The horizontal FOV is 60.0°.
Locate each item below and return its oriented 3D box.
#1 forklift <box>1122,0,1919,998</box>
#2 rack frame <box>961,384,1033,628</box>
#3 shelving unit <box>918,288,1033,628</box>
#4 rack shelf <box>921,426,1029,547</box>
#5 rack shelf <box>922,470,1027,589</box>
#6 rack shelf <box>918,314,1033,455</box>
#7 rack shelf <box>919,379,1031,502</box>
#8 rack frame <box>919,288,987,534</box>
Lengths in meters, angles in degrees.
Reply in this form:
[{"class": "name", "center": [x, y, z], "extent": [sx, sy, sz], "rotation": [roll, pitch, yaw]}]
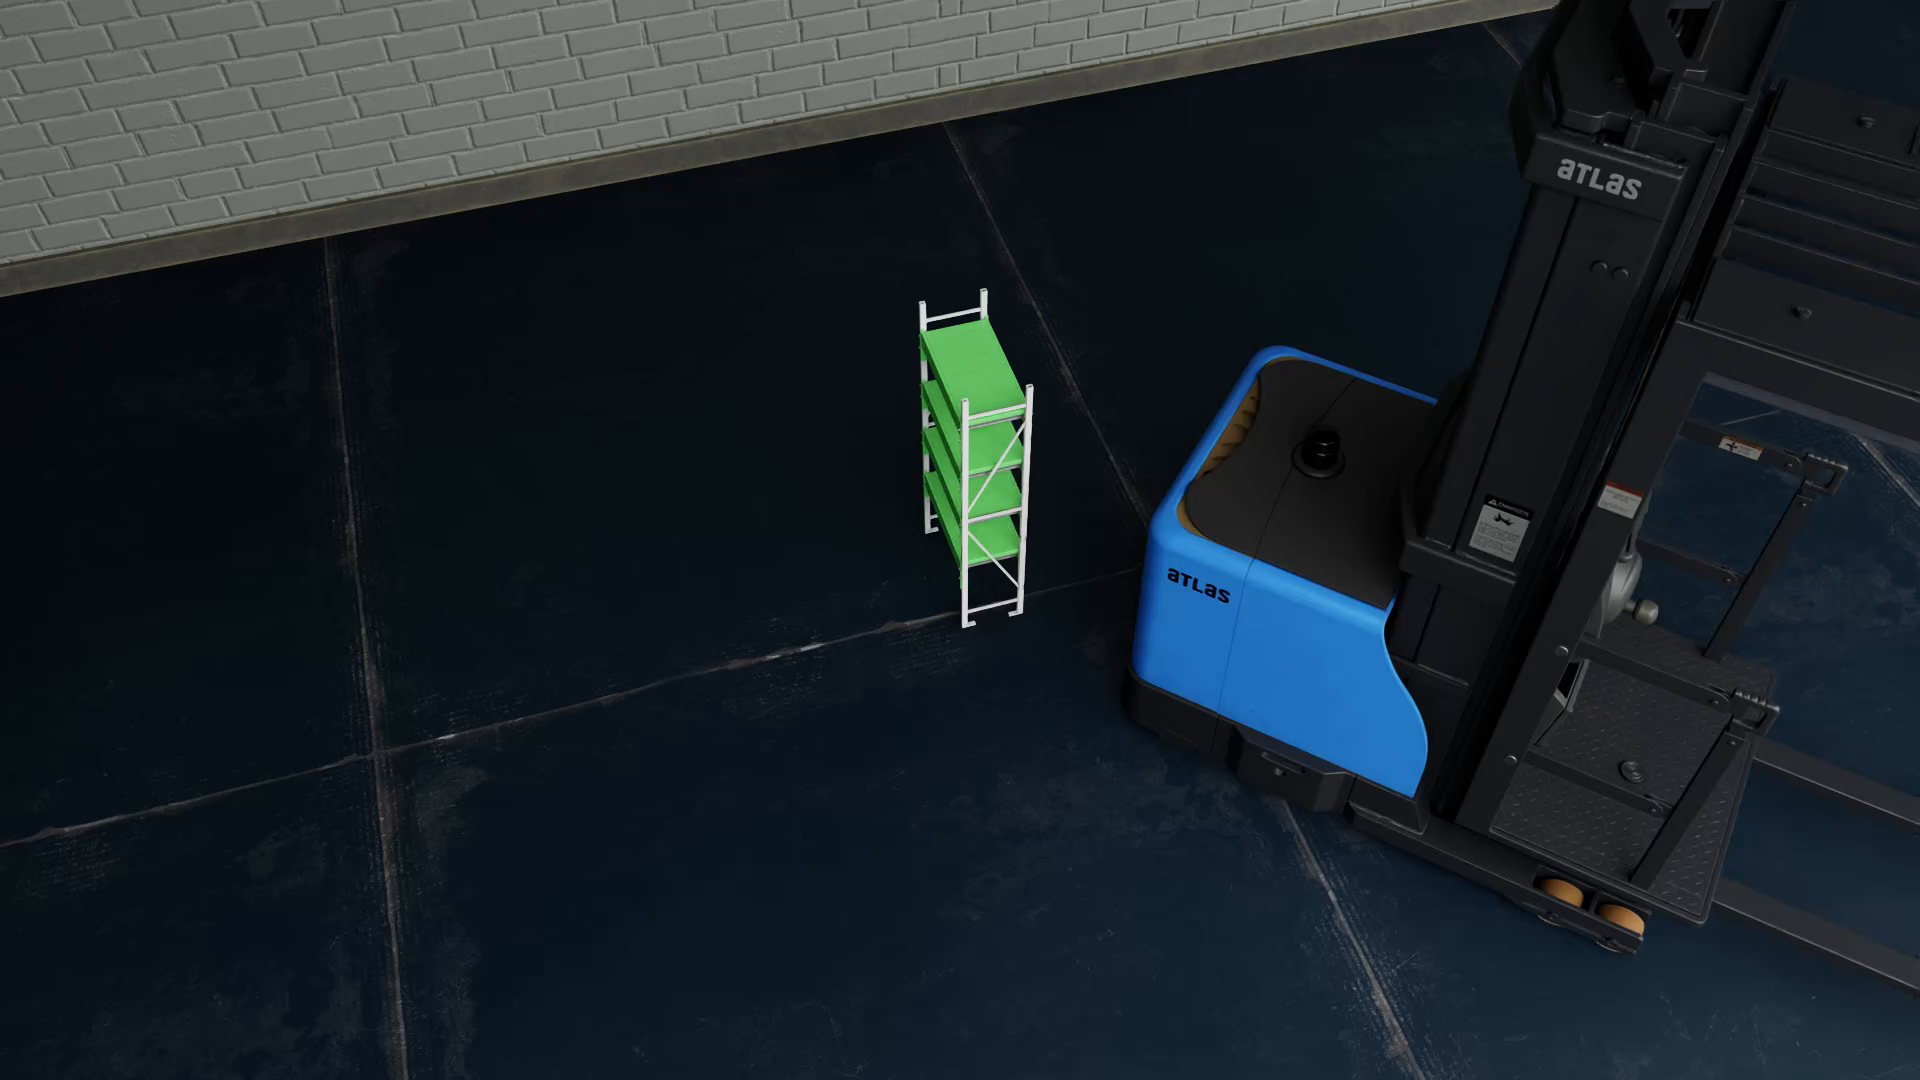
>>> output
[{"class": "forklift", "center": [2.120, -0.076, 4.687], "extent": [3.031, 2.935, 1.130], "rotation": [23, 54, 18]}, {"class": "rack frame", "center": [0.121, -0.088, 5.829], "extent": [0.240, 1.200, 0.015], "rotation": [-13, 51, -11]}, {"class": "shelving unit", "center": [0.049, -0.266, 5.979], "extent": [0.258, 1.200, 0.503], "rotation": [-13, 51, -11]}, {"class": "rack shelf", "center": [0.049, -0.225, 6.028], "extent": [0.258, 0.148, 0.480], "rotation": [-13, 51, -11]}, {"class": "rack shelf", "center": [0.049, -0.070, 6.211], "extent": [0.258, 0.148, 0.480], "rotation": [-13, 51, -11]}, {"class": "rack shelf", "center": [0.049, -0.534, 5.661], "extent": [0.258, 0.148, 0.480], "rotation": [-13, 51, -11]}, {"class": "rack shelf", "center": [0.049, -0.379, 5.844], "extent": [0.258, 0.148, 0.480], "rotation": [-13, 51, -11]}, {"class": "rack frame", "center": [-0.023, -0.444, 6.129], "extent": [0.240, 1.200, 0.015], "rotation": [-13, 51, -11]}]
